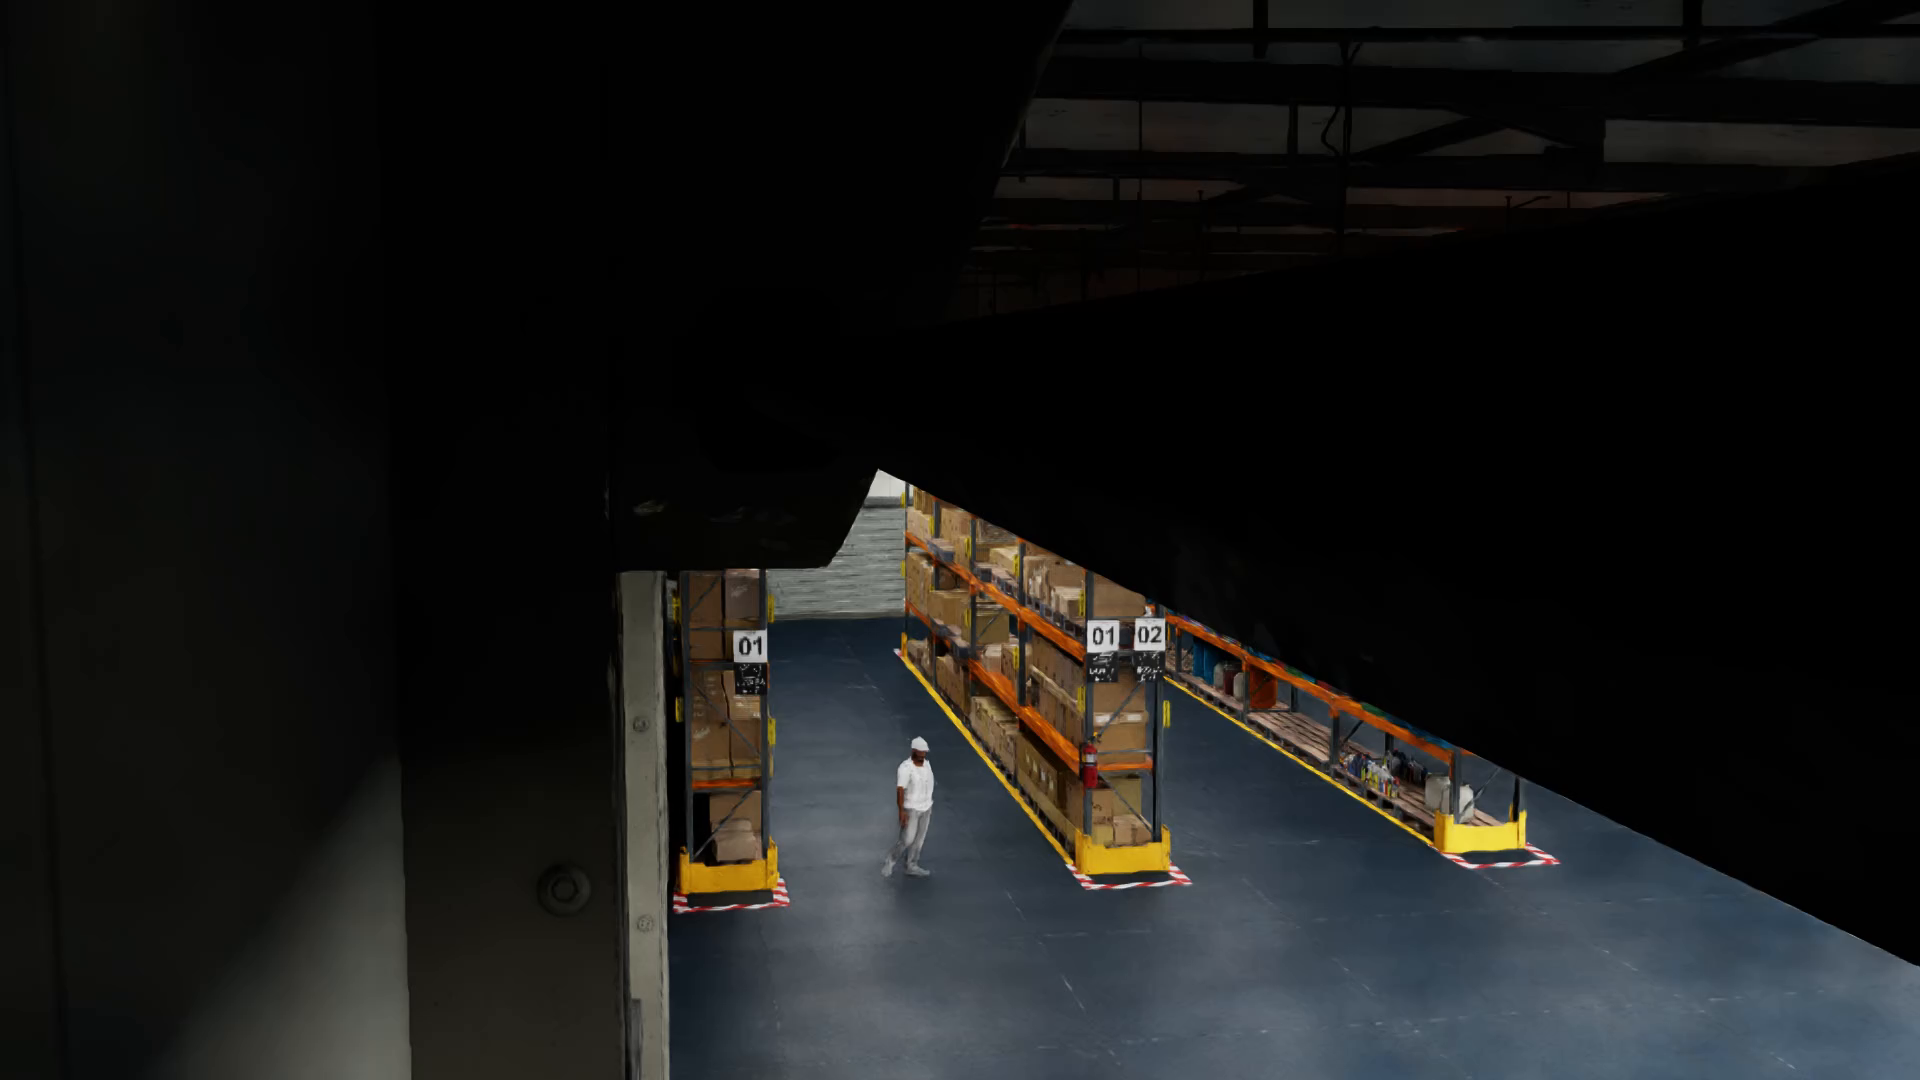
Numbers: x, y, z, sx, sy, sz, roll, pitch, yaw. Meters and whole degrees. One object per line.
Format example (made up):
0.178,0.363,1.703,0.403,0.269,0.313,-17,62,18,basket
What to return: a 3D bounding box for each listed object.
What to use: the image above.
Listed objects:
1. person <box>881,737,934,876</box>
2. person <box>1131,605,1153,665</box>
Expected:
-0.633,3.313,20.632,0.526,1.756,0.720,5,8,40,person
3.811,1.899,34.950,0.522,1.622,0.952,1,6,12,person
